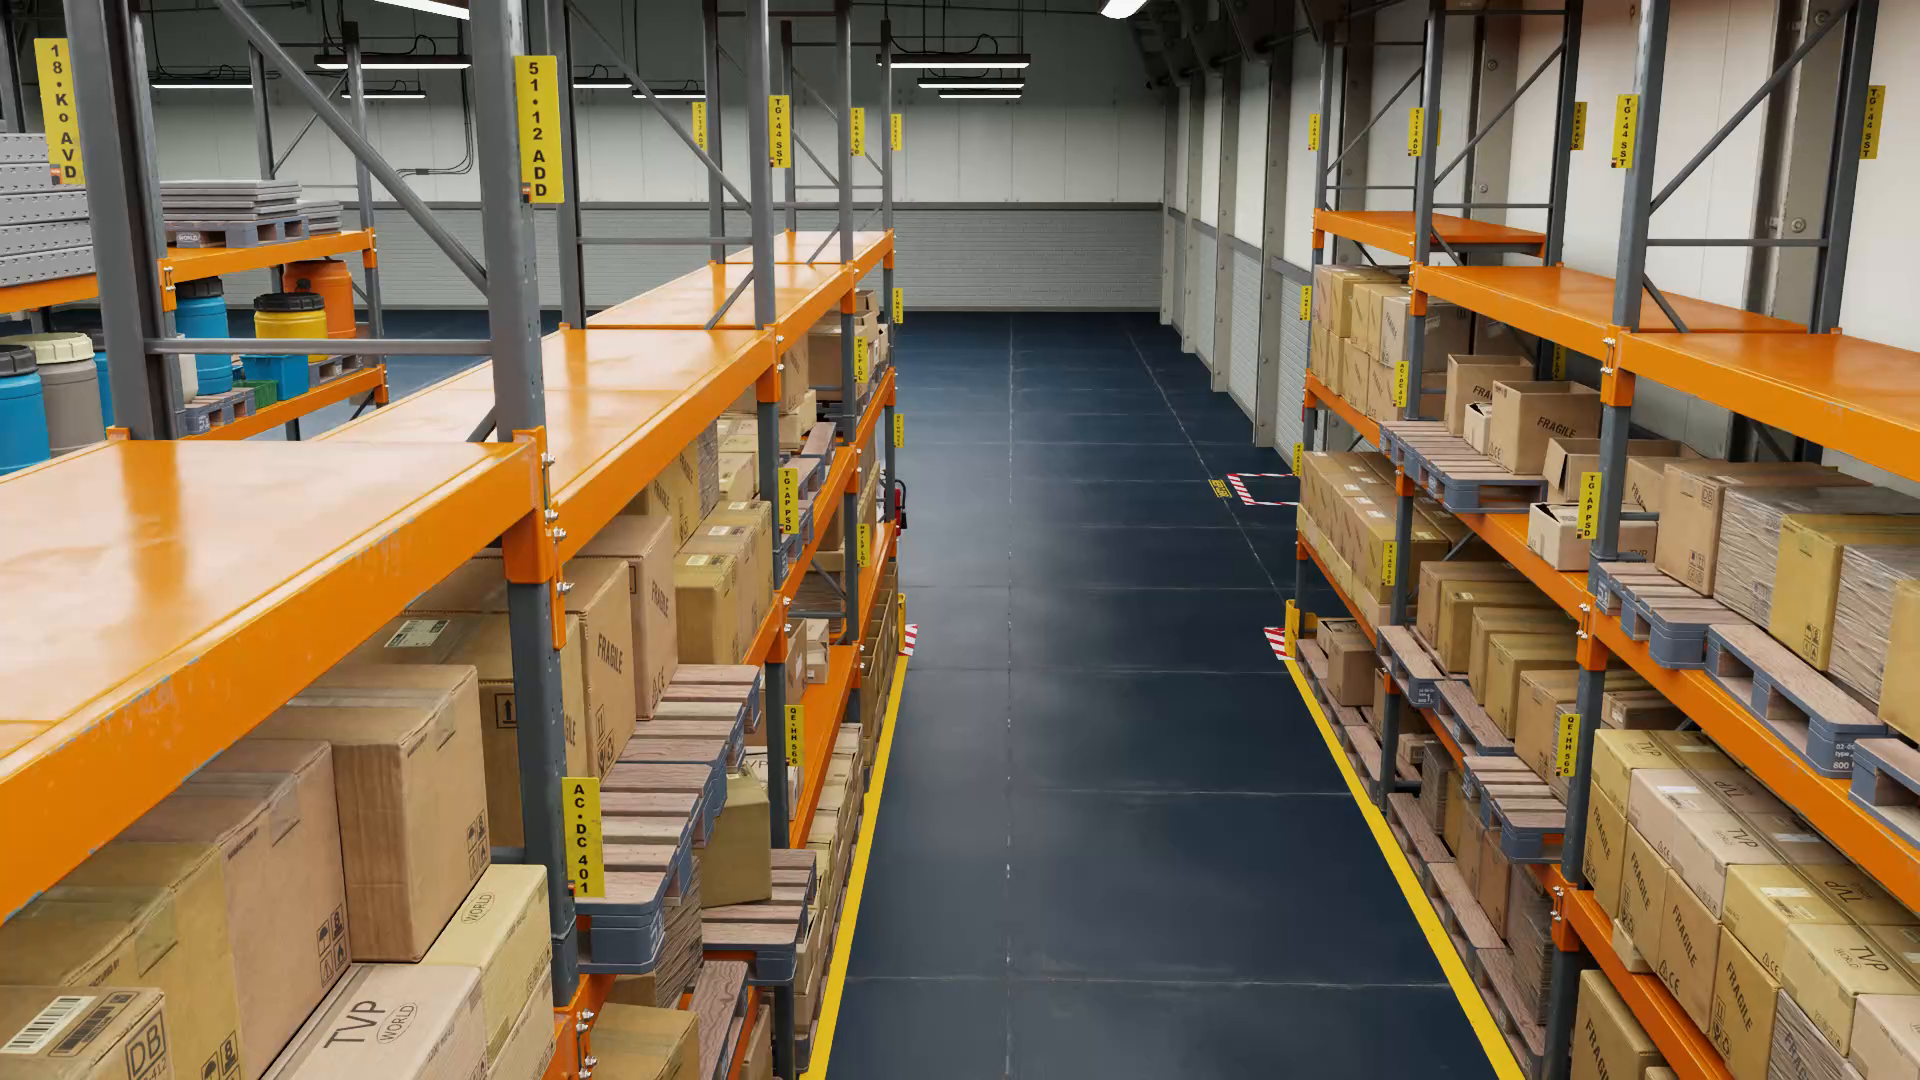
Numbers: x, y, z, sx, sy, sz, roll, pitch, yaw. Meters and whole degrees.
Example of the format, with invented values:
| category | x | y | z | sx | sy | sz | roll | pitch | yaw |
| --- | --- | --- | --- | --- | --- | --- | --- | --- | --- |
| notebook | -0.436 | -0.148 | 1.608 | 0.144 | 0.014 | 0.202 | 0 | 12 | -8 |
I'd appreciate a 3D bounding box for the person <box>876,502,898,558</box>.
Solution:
| category | x | y | z | sx | sy | sz | roll | pitch | yaw |
| --- | --- | --- | --- | --- | --- | --- | --- | --- | --- |
| person | -0.986 | 0.043 | 18.777 | 0.573 | 0.998 | 0.882 | 0 | 14 | 1 |
